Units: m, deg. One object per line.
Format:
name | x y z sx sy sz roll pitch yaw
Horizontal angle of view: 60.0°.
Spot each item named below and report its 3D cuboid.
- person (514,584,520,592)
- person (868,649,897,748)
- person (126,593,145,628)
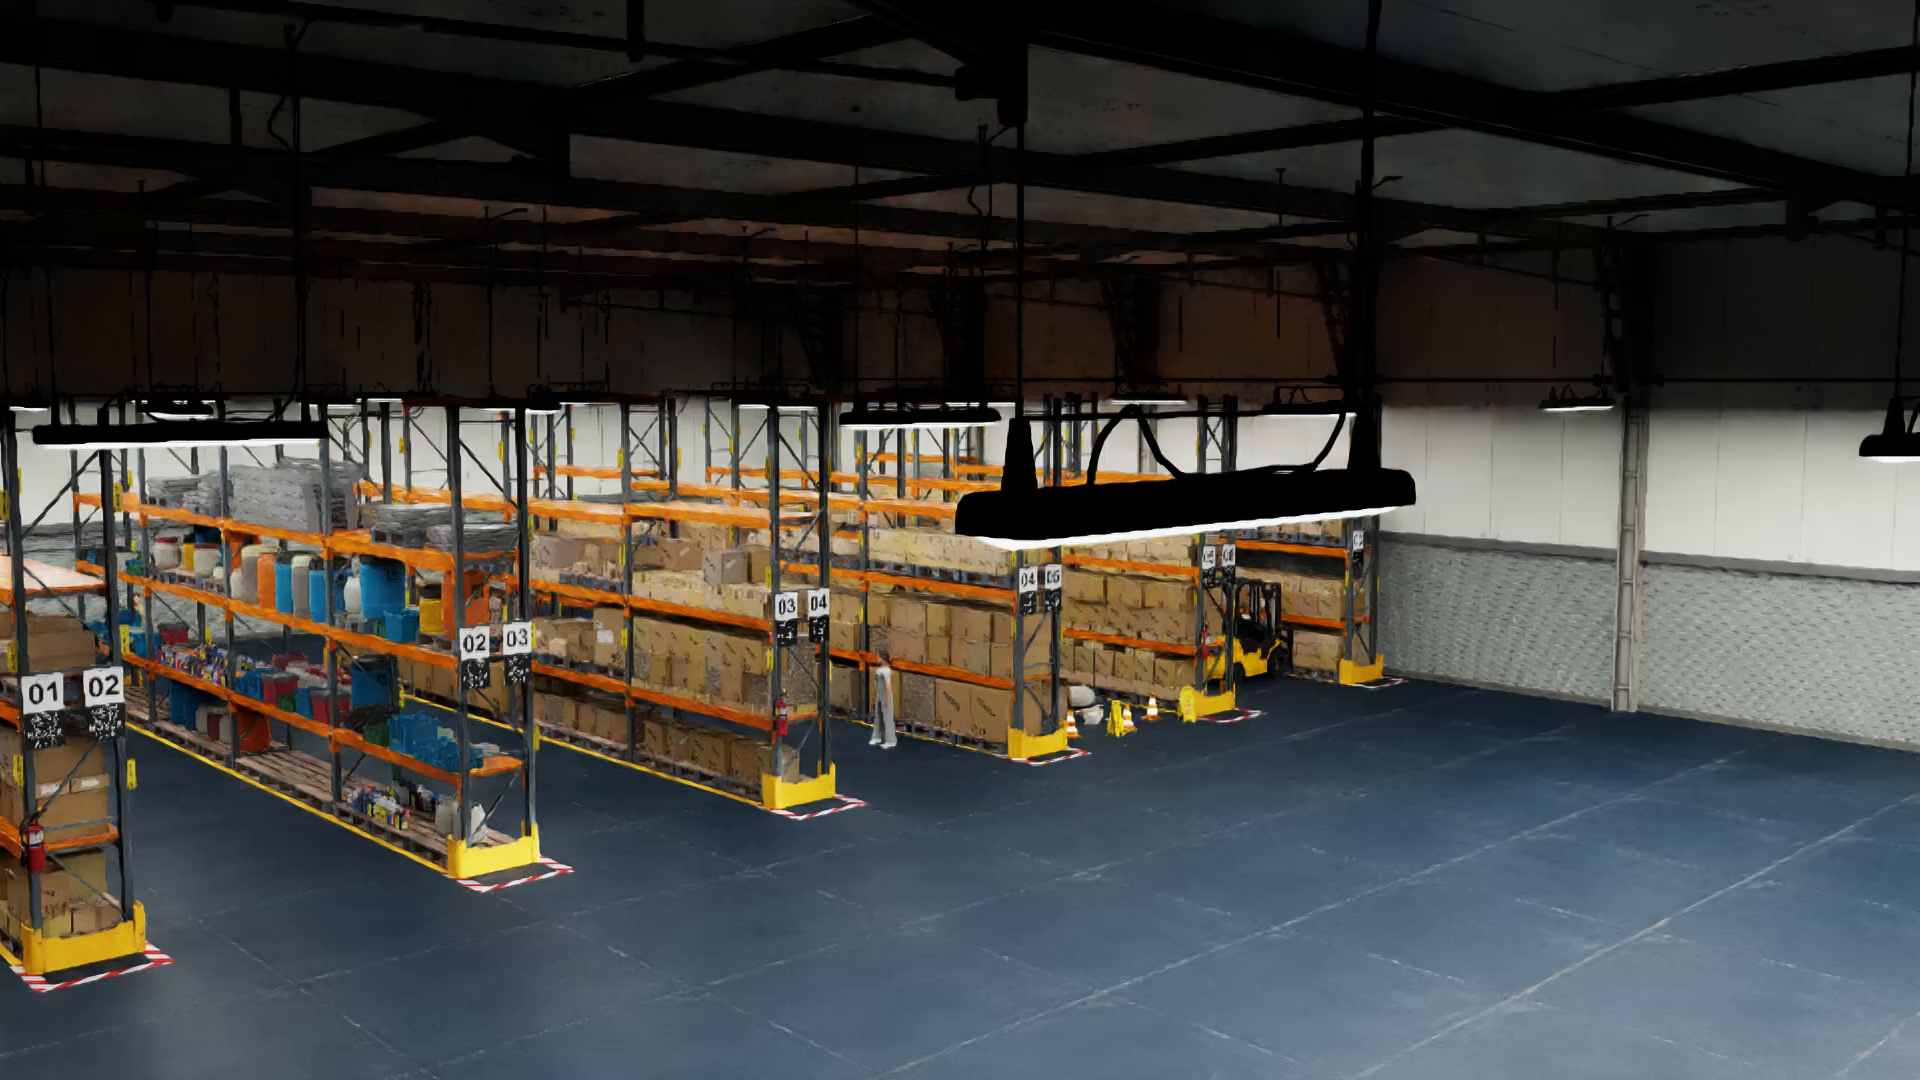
person | -10.684 1.584 40.364 0.599 1.715 0.580 1 6 5
person | -1.348 2.717 28.657 0.477 1.675 0.487 -1 6 -13
person | -18.224 1.963 36.853 0.456 1.612 1.019 -5 8 -44
